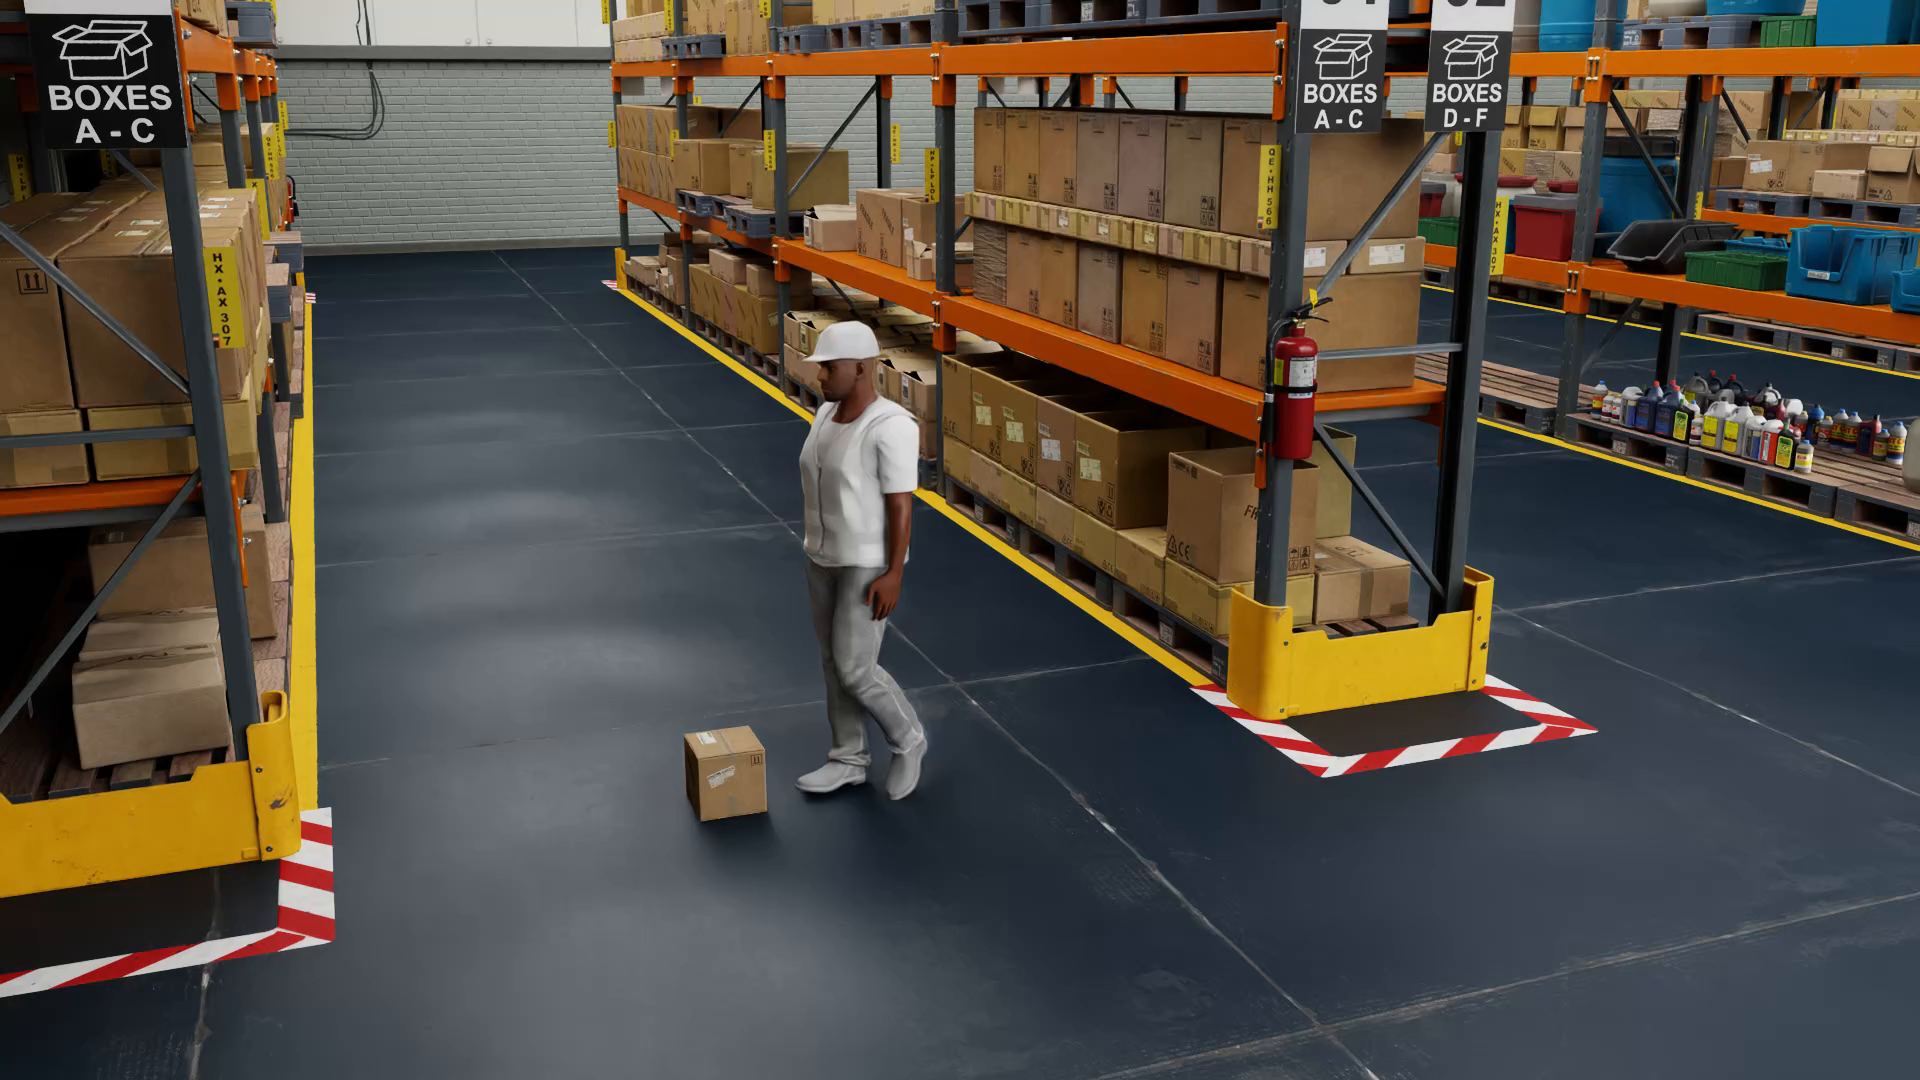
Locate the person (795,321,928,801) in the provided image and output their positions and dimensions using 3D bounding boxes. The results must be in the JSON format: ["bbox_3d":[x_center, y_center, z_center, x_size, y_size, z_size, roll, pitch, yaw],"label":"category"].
[{"bbox_3d":[-0.405,0.083,6.157,0.498,1.776,0.587,-13,20,-39],"label":"person"}]
